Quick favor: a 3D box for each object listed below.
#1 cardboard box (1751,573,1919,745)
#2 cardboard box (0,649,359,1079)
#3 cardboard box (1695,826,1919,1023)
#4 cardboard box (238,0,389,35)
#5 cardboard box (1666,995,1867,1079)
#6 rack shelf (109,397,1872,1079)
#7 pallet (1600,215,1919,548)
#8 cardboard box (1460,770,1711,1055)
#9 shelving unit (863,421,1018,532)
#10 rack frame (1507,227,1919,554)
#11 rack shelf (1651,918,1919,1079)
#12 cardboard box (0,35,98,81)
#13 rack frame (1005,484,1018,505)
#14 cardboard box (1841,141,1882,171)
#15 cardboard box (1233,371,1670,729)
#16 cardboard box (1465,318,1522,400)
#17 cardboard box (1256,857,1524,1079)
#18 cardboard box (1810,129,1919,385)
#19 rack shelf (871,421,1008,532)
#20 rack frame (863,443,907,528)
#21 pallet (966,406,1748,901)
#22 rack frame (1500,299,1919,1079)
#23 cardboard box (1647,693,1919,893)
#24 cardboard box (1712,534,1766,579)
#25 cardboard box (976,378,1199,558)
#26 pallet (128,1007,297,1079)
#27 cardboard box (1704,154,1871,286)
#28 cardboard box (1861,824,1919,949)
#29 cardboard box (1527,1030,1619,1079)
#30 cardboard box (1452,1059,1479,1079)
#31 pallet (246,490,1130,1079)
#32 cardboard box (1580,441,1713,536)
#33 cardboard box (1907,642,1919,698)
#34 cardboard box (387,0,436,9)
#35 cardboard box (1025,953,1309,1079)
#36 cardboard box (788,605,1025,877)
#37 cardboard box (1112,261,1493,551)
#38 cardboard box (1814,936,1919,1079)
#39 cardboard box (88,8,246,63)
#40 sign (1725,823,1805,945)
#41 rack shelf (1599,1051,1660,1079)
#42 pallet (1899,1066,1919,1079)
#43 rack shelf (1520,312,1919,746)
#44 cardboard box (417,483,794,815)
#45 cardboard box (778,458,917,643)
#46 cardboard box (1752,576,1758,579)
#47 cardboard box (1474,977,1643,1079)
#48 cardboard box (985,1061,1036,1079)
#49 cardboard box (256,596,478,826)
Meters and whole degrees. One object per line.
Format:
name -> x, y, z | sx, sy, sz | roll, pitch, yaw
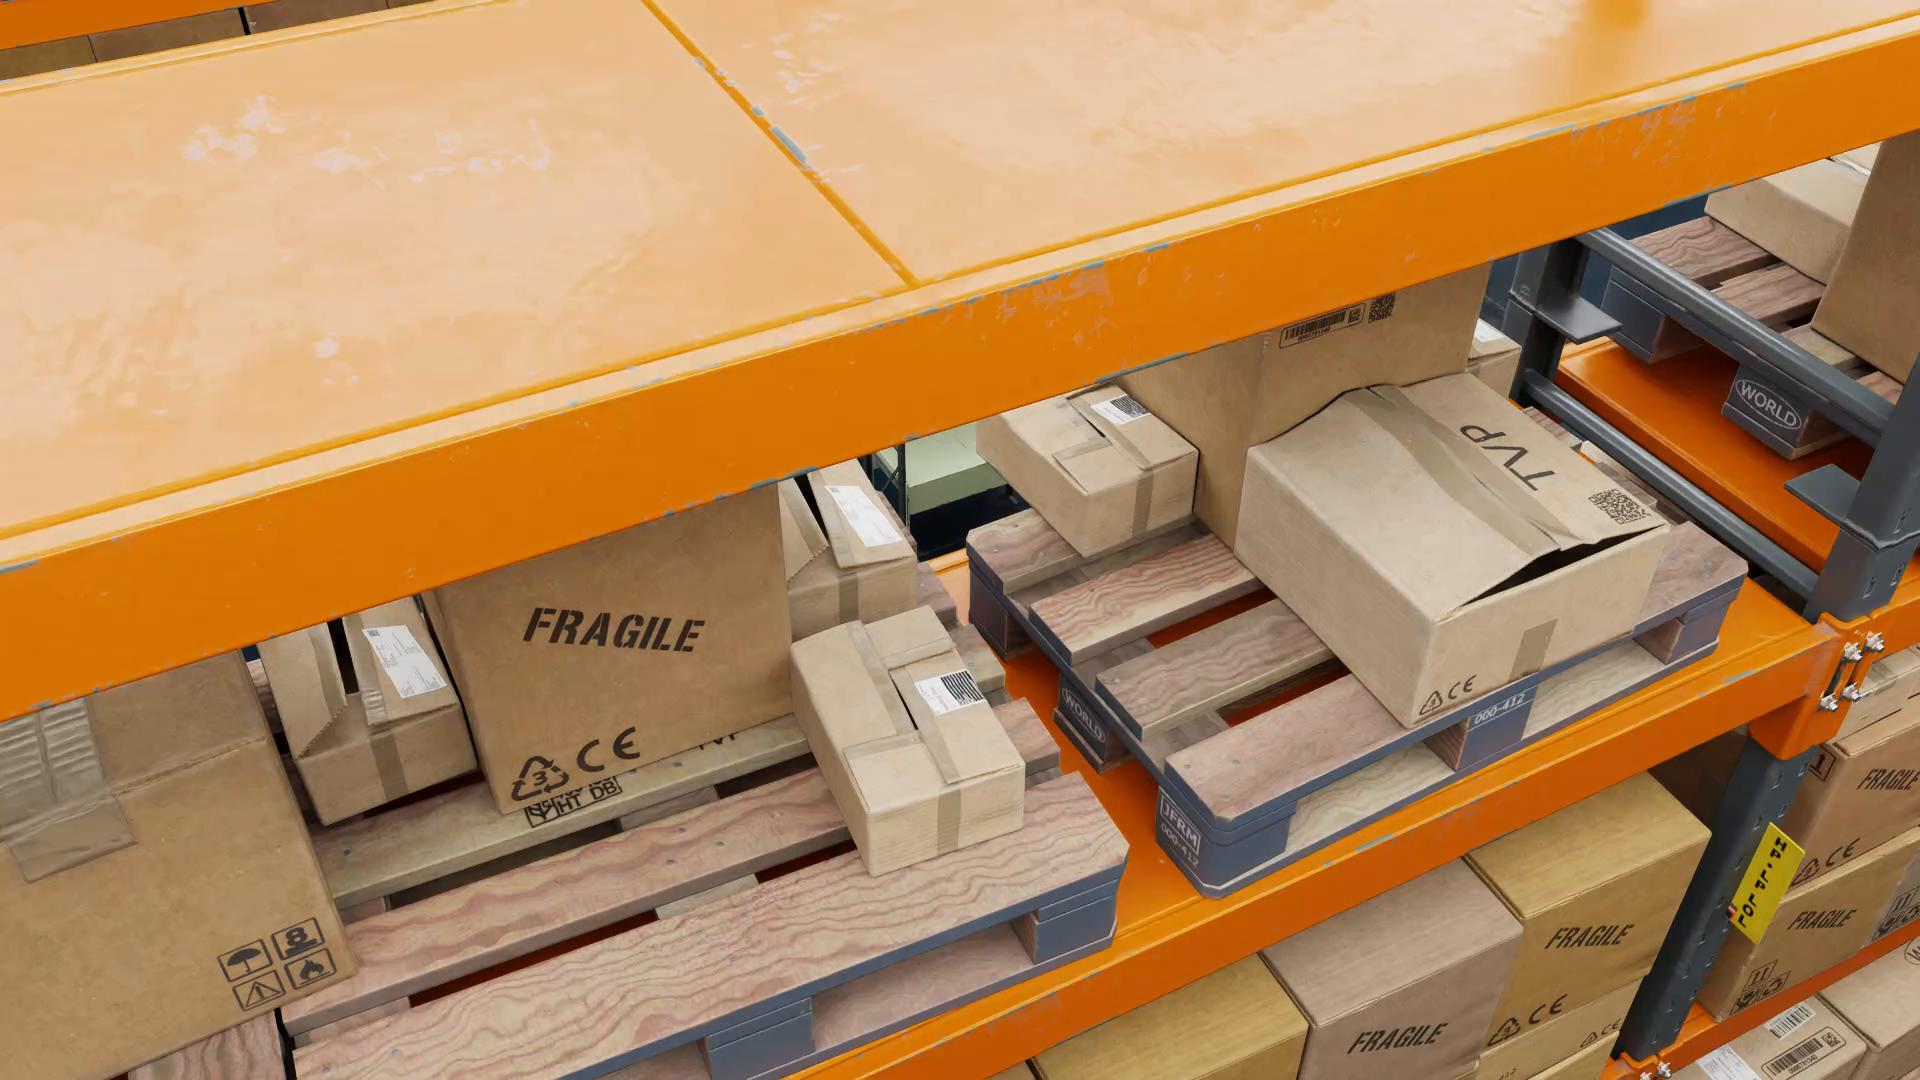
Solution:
cardboard box -> 1.918, 0.253, 3.766 | 0.250, 0.149, 0.380 | -19, 44, -21
cardboard box -> -1.239, 0.312, 2.325 | 0.500, 0.500, 0.700 | -21, 44, -23
cardboard box -> 2.055, 0.837, 4.351 | 0.500, 0.500, 0.500 | -17, 43, -19
cardboard box -> -4.410, -3.693, 11.099 | 0.875, 0.875, 1.225 | -20, 44, -22
cardboard box -> 2.125, 1.557, 5.236 | 0.875, 0.438, 0.875 | -19, 44, -21
rack shelf -> -0.256, 0.592, 2.953 | 4.000, 0.370, 1.077 | -19, 44, -21
pallet -> 2.249, -0.484, 3.736 | 1.213, 0.211, 1.003 | -19, 44, -21
cardboard box -> 1.238, 0.723, 3.712 | 0.500, 0.500, 0.500 | -17, 43, -19
shelving unit -> -0.006, -0.570, 7.252 | 0.755, 1.500, 0.431 | -19, 44, -21
rack frame -> 1.518, -1.424, 2.457 | 0.127, 3.000, 1.000 | -19, 44, -21
rack shelf -> 3.292, 0.543, 5.332 | 4.000, 0.370, 1.077 | -19, 44, -21
cardboard box -> -5.986, -3.163, 10.473 | 0.875, 0.875, 1.225 | -21, 44, -23
rack frame -> 0.319, -0.680, 7.381 | 0.023, 1.500, 0.400 | -19, 44, -21
cardboard box -> 2.171, -0.835, 3.874 | 0.250, 0.149, 0.380 | -18, 43, -20
cardboard box -> 0.833, -0.022, 2.866 | 0.500, 0.311, 0.500 | -19, 44, -21
cardboard box -> 0.913, -0.440, 3.394 | 0.258, 0.266, 0.396 | -19, 44, -21
cardboard box -> 0.782, 0.881, 3.525 | 0.500, 0.500, 0.500 | -18, 43, -20
cardboard box -> 2.137, -0.571, 3.291 | 0.500, 0.500, 0.500 | -18, 43, -20
rack shelf -> -0.006, -0.322, 7.463 | 0.720, 0.370, 0.431 | -19, 44, -21
rack frame -> -0.331, -0.461, 7.123 | 0.023, 1.500, 0.400 | -19, 44, -21
pallet -> 0.728, 0.095, 3.131 | 1.217, 0.209, 0.805 | -20, 44, -22
rack frame -> 1.518, 0.865, 4.395 | 0.127, 3.000, 1.000 | -19, 44, -21
cardboard box -> 2.052, 0.442, 4.043 | 0.500, 0.500, 0.500 | -18, 44, -20
cardboard box -> 1.928, -0.093, 4.173 | 0.250, 0.149, 0.380 | -18, 43, -20
cardboard box -> 0.234, -0.174, 3.156 | 0.250, 0.166, 0.380 | -22, 45, -23
pallet -> -1.483, 0.764, 2.339 | 1.003, 0.211, 1.213 | -17, 43, -19
cardboard box -> 1.937, -0.801, 3.743 | 0.258, 0.266, 0.396 | -17, 43, -19
cardboard box -> 2.503, 0.689, 4.525 | 0.500, 0.500, 0.500 | -18, 44, -20
cardboard box -> 1.237, 1.201, 4.115 | 0.500, 0.250, 0.500 | -20, 44, -22
cardboard box -> 0.800, 1.156, 3.781 | 0.500, 0.250, 0.500 | -18, 43, -20
pallet -> -0.493, 0.428, 2.736 | 1.213, 0.211, 1.003 | -17, 43, -19
cardboard box -> 1.644, -0.076, 4.154 | 0.250, 0.149, 0.380 | -19, 44, -21
cardboard box -> 2.138, 0.167, 3.867 | 0.250, 0.149, 0.380 | -18, 43, -20
cardboard box -> -3.618, -3.960, 11.415 | 0.875, 0.875, 1.225 | -18, 44, -21
cardboard box -> 0.324, 1.022, 3.359 | 0.500, 0.500, 0.500 | -17, 43, -19
cardboard box -> -0.090, 0.300, 2.597 | 0.250, 0.166, 0.380 | -15, 43, -17
cardboard box -> 0.602, -0.381, 3.143 | 0.500, 0.500, 0.500 | -19, 44, -21
cardboard box -> 2.918, 1.290, 5.552 | 0.875, 0.438, 0.875 | -20, 44, -22
cardboard box -> -5.191, -3.424, 10.782 | 0.875, 0.875, 1.225 | -18, 44, -21
sign -> 1.777, 0.762, 3.682 | 0.005, 0.325, 0.100 | -19, 44, -21
rack shelf -> -0.256, 1.737, 3.922 | 4.000, 0.370, 1.077 | -19, 44, -21
pallet -> 3.312, 1.381, 5.944 | 1.213, 0.211, 1.003 | -19, 44, -21
rack shelf -> 3.292, -0.602, 4.363 | 4.000, 0.370, 1.077 | -19, 44, -21
cardboard box -> -0.600, 0.024, 2.665 | 0.500, 0.500, 0.500 | -18, 44, -20
cardboard box -> -0.264, -0.044, 2.926 | 0.258, 0.266, 0.396 | -15, 43, -17
cardboard box -> 1.809, 0.147, 4.393 | 0.500, 0.500, 0.500 | -19, 44, -21
cardboard box -> 1.239, 1.003, 3.962 | 0.500, 0.250, 0.500 | -19, 44, -21
cardboard box -> -0.129, 1.185, 3.167 | 0.500, 0.500, 0.500 | -18, 43, -20
cardboard box -> -0.970, 0.194, 2.646 | 0.258, 0.266, 0.396 | -20, 44, -22
